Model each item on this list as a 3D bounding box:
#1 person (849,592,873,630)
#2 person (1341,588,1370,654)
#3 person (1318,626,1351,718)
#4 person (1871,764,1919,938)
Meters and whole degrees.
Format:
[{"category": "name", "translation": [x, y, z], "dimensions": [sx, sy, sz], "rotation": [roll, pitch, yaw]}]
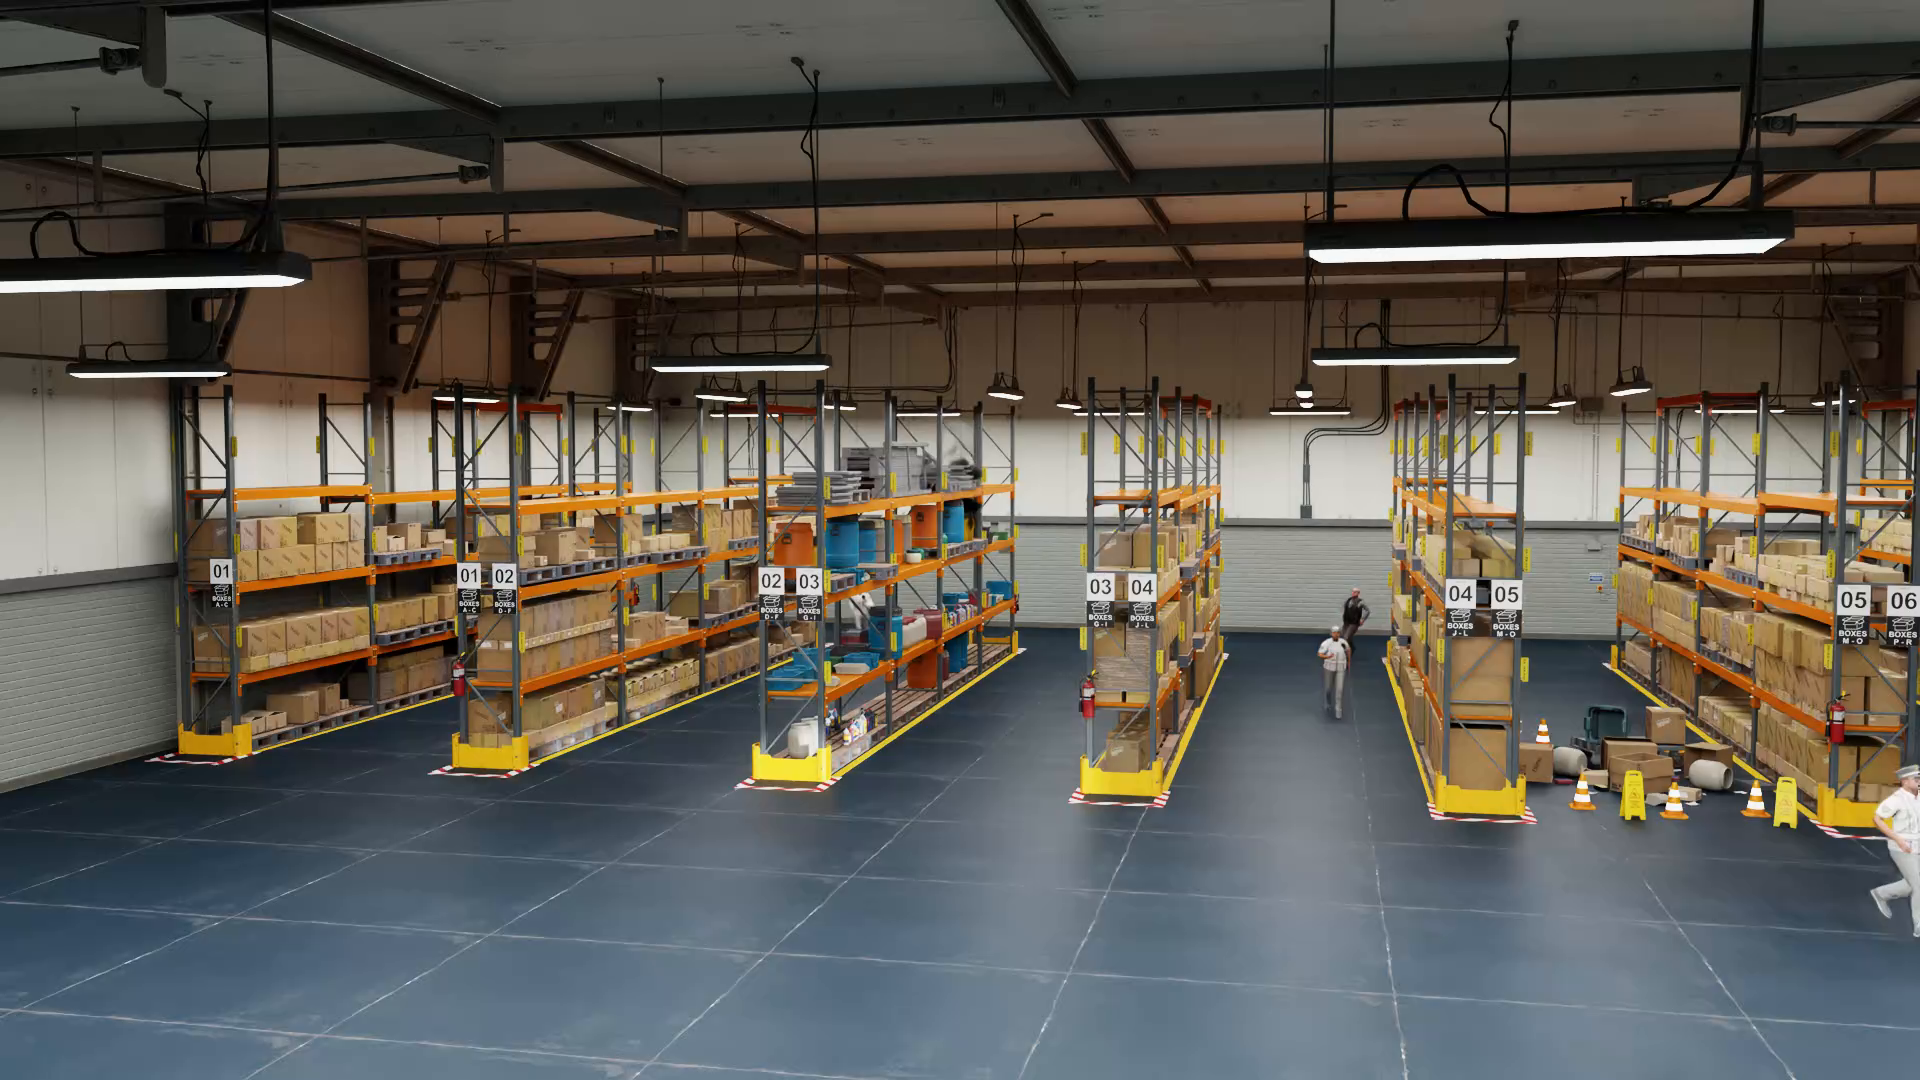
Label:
[{"category": "person", "translation": [-2.440, 1.874, 40.903], "dimensions": [0.616, 1.746, 0.742], "rotation": [0, 3, 0]}, {"category": "person", "translation": [9.197, 1.964, 39.010], "dimensions": [0.953, 1.687, 0.721], "rotation": [-3, 4, -39]}, {"category": "person", "translation": [6.967, 2.421, 30.915], "dimensions": [0.637, 1.657, 0.907], "rotation": [0, 3, 6]}, {"category": "person", "translation": [9.740, 3.164, 17.072], "dimensions": [0.676, 1.751, 0.885], "rotation": [-2, 4, -29]}]
